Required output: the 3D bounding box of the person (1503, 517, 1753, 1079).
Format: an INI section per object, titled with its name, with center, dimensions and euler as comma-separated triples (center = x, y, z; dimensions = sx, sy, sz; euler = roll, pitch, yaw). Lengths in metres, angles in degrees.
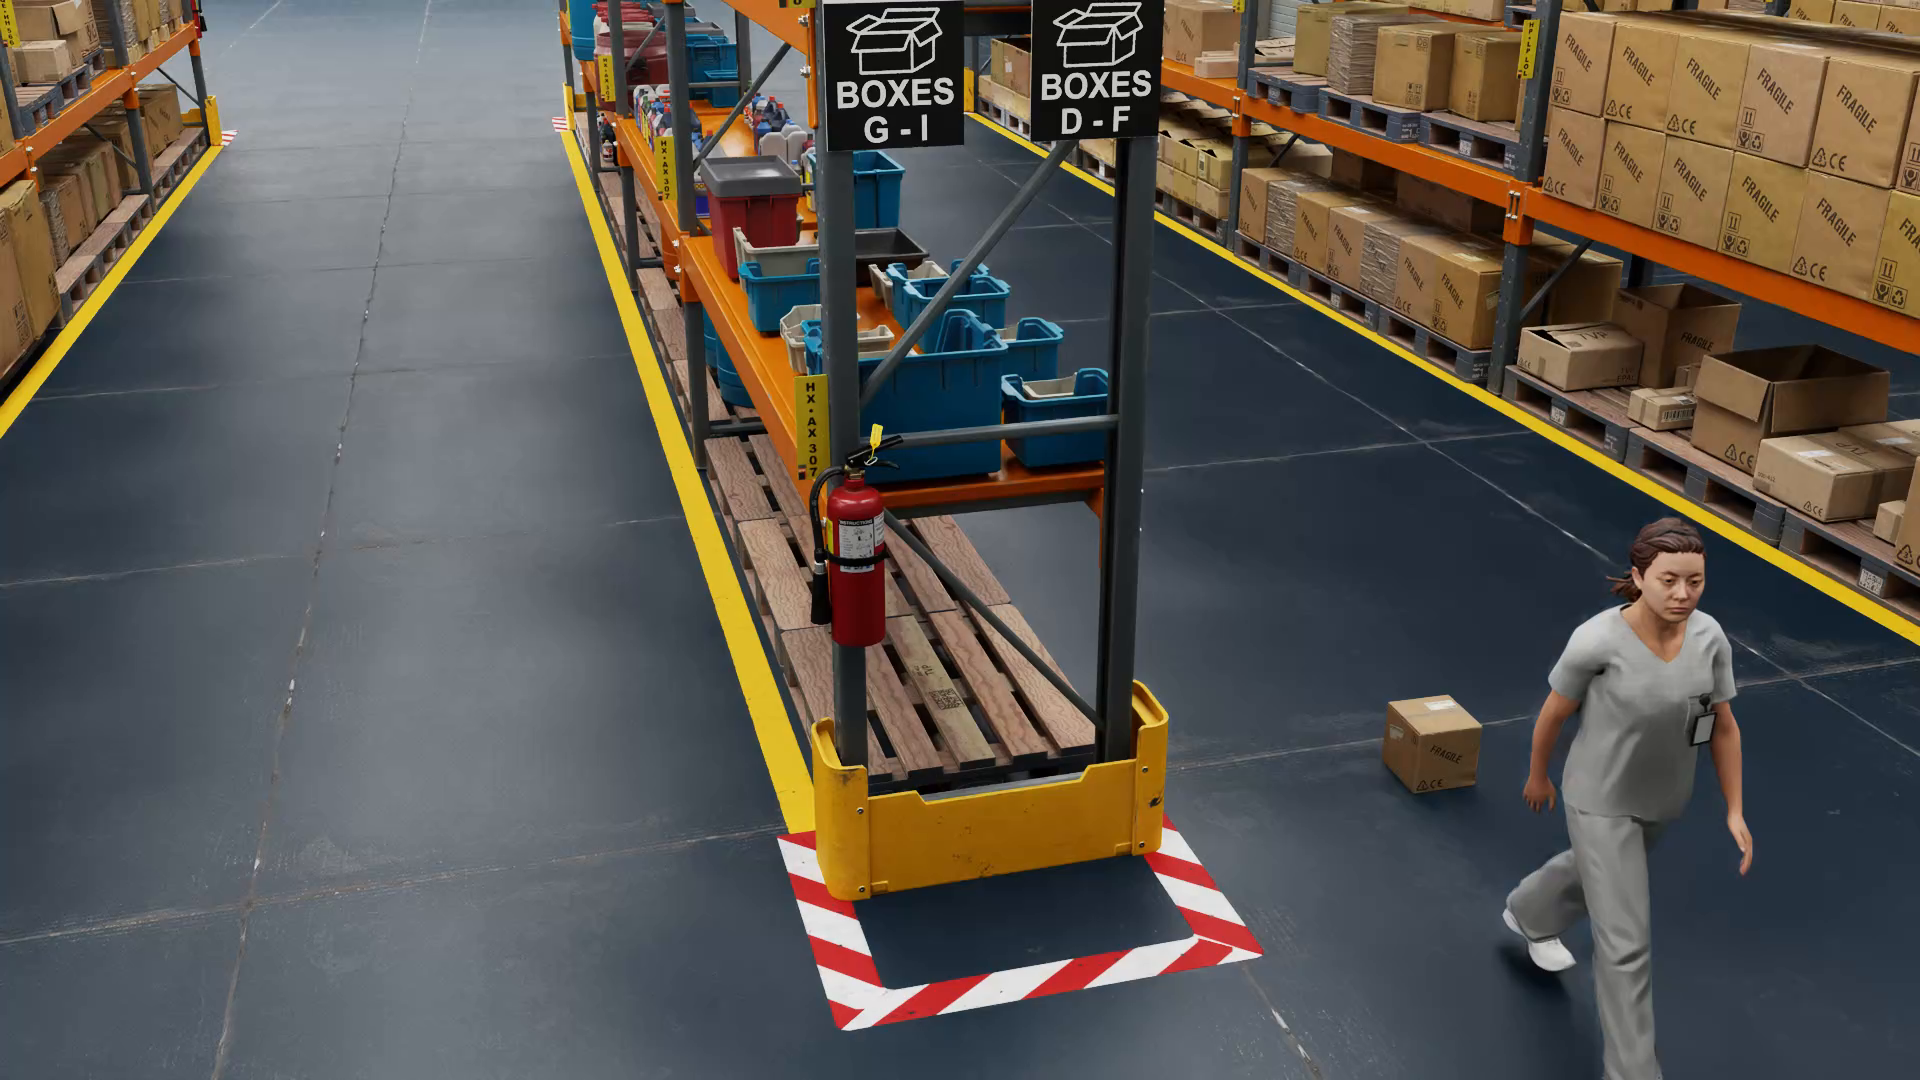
[person]
center = 1.807, 0.699, 4.466
dimensions = 0.467, 1.612, 1.058
euler = -5, 23, -11
